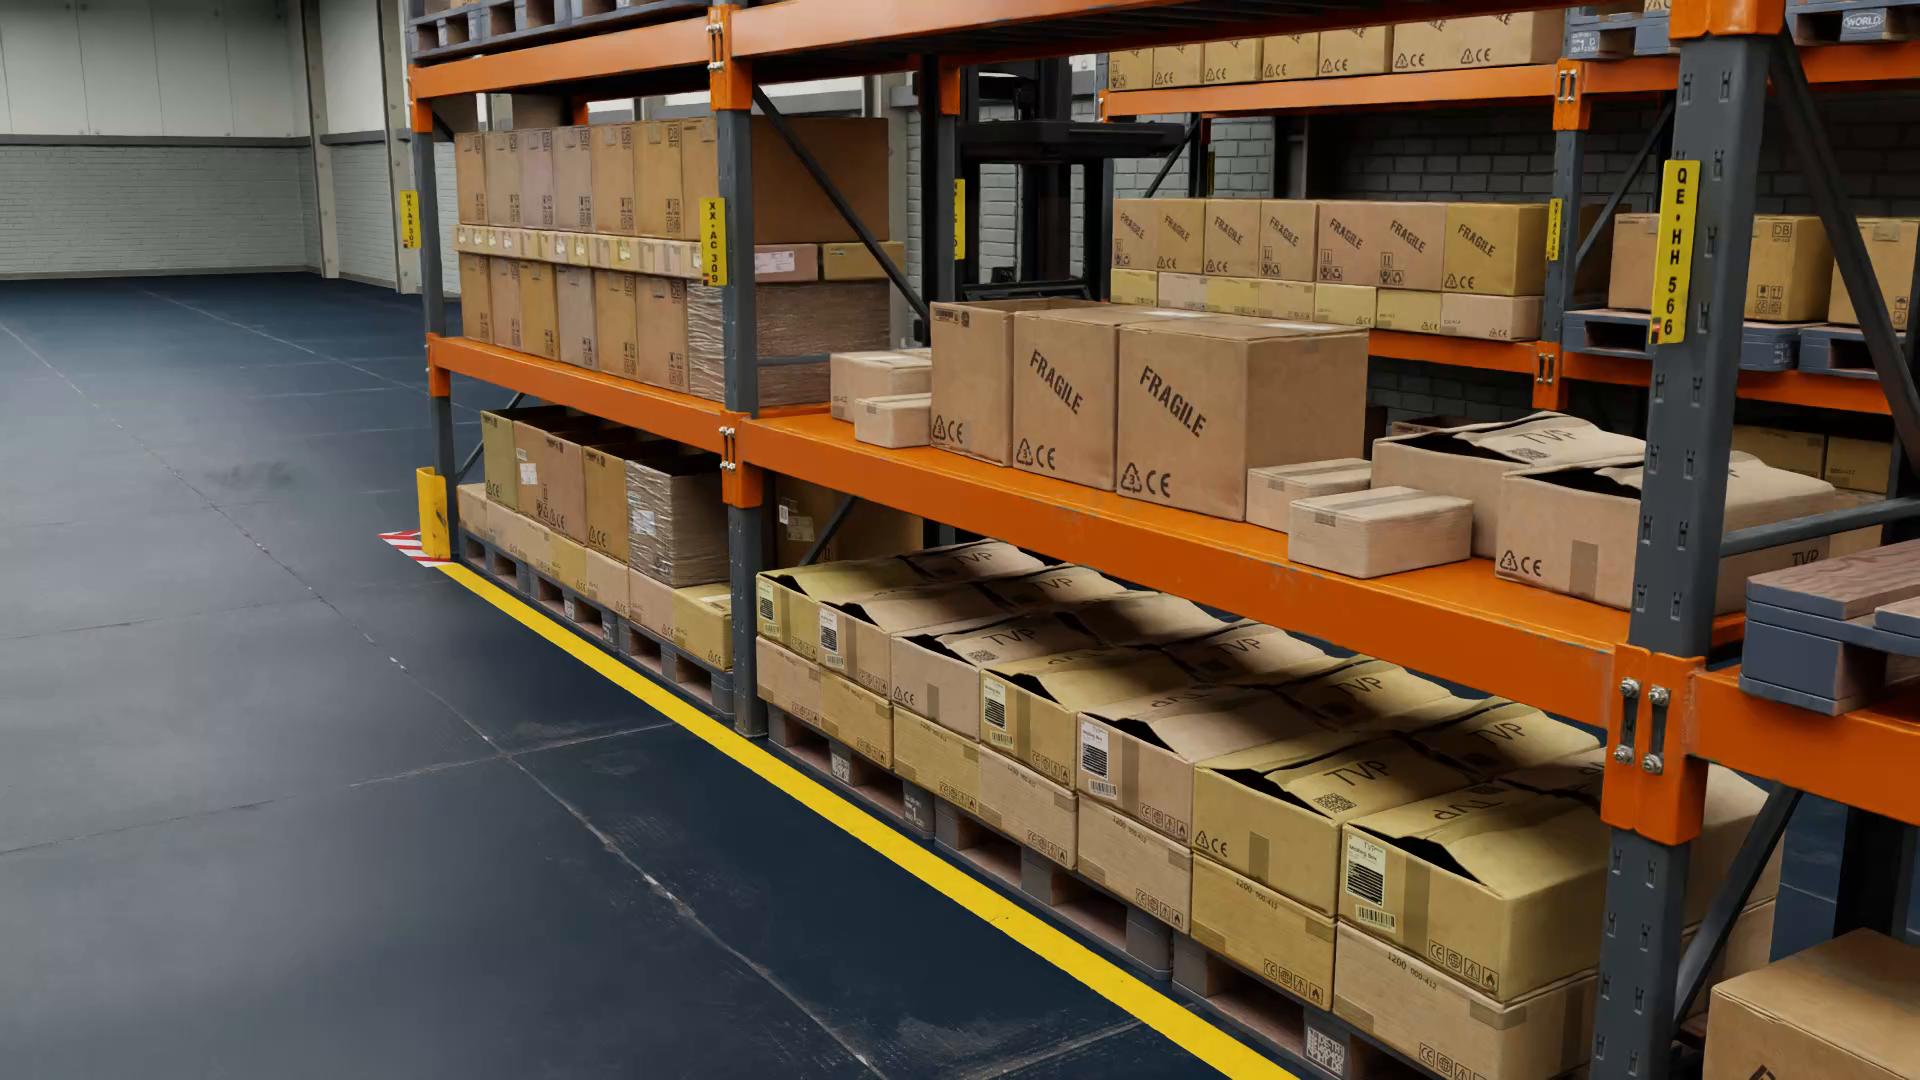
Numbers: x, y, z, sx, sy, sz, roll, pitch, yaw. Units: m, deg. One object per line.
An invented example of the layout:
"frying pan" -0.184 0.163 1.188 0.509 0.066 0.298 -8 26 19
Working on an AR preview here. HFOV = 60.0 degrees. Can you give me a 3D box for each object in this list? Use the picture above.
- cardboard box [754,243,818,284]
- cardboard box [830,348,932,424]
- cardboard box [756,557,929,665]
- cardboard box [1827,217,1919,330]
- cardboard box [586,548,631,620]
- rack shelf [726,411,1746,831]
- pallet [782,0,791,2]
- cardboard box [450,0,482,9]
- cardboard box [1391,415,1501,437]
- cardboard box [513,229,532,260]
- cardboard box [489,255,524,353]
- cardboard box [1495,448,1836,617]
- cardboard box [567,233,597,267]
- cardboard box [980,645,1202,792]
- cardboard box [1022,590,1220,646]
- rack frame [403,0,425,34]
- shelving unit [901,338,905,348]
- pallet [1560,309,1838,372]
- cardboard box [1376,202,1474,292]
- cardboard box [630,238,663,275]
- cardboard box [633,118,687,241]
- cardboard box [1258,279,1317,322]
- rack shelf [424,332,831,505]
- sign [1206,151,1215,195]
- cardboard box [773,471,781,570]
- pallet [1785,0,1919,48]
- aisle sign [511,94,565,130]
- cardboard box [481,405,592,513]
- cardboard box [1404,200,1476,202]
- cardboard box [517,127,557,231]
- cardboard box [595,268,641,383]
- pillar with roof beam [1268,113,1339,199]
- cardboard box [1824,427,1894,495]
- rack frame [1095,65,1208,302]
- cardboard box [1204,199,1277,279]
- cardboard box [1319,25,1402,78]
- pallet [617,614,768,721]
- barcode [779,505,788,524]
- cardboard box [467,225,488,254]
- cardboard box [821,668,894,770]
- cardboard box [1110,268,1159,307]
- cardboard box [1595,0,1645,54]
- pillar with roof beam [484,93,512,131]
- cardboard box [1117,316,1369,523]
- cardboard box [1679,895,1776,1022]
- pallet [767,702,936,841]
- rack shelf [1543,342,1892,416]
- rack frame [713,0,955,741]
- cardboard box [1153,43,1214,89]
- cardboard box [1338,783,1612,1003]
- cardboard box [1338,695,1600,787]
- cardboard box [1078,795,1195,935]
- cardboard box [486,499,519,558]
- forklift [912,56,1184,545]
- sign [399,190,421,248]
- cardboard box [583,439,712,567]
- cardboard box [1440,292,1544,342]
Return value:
"cardboard box" -0.798 -1.118 6.701 0.380 0.149 0.250 -8 15 -33
"cardboard box" -0.160 -0.574 6.315 0.500 0.250 0.500 -7 14 -29
"cardboard box" -0.447 0.238 6.394 0.500 0.311 0.500 -8 15 -33
"cardboard box" 4.601 -1.272 7.893 0.700 0.500 0.500 -6 14 -25
"cardboard box" -1.466 0.175 7.994 0.500 0.250 0.500 -8 15 -33
"rack shelf" 0.639 -0.022 5.126 1.077 0.370 4.000 -8 15 -33
"pallet" 0.030 -1.946 5.665 0.805 0.209 1.217 -9 15 -35
"cardboard box" -2.370 -3.127 9.068 0.797 0.503 0.637 -7 14 -29
"cardboard box" 3.044 -0.490 10.402 0.500 0.500 0.500 -9 16 -37
"cardboard box" -2.074 -1.528 8.574 0.380 0.149 0.250 -9 15 -35
"cardboard box" -2.142 -1.312 9.107 0.700 0.500 0.500 -8 14 -31
"cardboard box" 1.582 -0.044 3.751 0.500 0.311 0.500 -7 14 -29
"cardboard box" -1.650 -1.391 7.949 0.380 0.149 0.250 -8 14 -31
"cardboard box" 0.405 0.511 5.144 0.500 0.311 0.500 -8 14 -31
"cardboard box" 0.562 0.354 5.864 0.500 0.311 0.500 -8 15 -33
"rack frame" -2.685 -4.371 9.288 1.000 3.000 0.127 -8 15 -33
"shelving unit" -0.603 -0.733 10.903 0.258 1.200 0.503 -10 16 -38
"pallet" 3.955 -1.069 8.680 1.003 0.211 1.213 -8 15 -33
"cardboard box" 2.852 -1.755 9.914 0.500 0.500 0.500 -8 15 -33
"cardboard box" -1.227 -1.255 7.328 0.380 0.149 0.250 -8 15 -33
"cardboard box" -1.001 -1.580 7.294 0.700 0.500 0.500 -8 15 -33
"cardboard box" 2.298 -1.568 10.814 0.500 0.250 0.500 -8 15 -32
"rack shelf" -1.577 -0.734 8.379 1.077 0.370 4.000 -8 15 -33
"sign" 1.910 -2.810 12.740 0.100 0.325 0.005 -8 15 -33
"cardboard box" -0.749 -0.165 7.793 0.500 0.500 0.500 -8 15 -33
"pallet" 4.483 -2.383 7.658 1.213 0.211 1.003 -8 15 -33
"aisle sign" -2.477 -2.757 9.863 0.394 0.787 0.004 -8 15 -33
"cardboard box" -2.295 -0.459 9.135 0.500 0.500 0.500 -8 15 -33
"cardboard box" 3.011 -1.909 10.620 0.500 0.500 0.500 -8 14 -31
"cardboard box" -1.832 -1.847 8.515 0.700 0.500 0.500 -8 15 -33
"cardboard box" -1.293 -1.039 7.858 0.700 0.500 0.500 -8 15 -32
"pillar with roof beam" -1.039 -4.427 9.541 9.100 9.000 0.400 -8 15 -33
"cardboard box" 4.613 -0.378 8.133 0.500 0.250 0.500 -9 15 -34
"rack frame" 1.437 -2.028 12.613 1.000 3.000 0.127 -8 15 -33
"cardboard box" 1.997 -2.028 11.165 0.500 0.500 0.500 -9 15 -35
"cardboard box" 2.559 -3.086 10.152 0.500 0.500 0.500 -9 15 -35
"pallet" -0.875 0.486 7.643 1.003 0.211 1.213 -8 15 -33
"barcode" -0.674 -0.097 6.360 0.001 0.075 0.075 -8 15 -33
"cardboard box" -2.499 -1.665 9.200 0.380 0.149 0.250 -9 15 -34
"cardboard box" -0.170 0.601 6.046 0.500 0.250 0.500 -8 14 -31
"cardboard box" 1.443 -1.840 12.058 0.500 0.250 0.500 -9 15 -34
"cardboard box" 3.591 -2.957 9.562 0.500 0.500 0.500 -8 14 -31
"pillar with roof beam" -11.012 -7.628 24.180 9.100 9.000 0.400 -8 15 -33
"cardboard box" 0.804 -0.363 4.768 0.500 0.500 0.500 -9 15 -36
"cardboard box" 1.701 0.992 4.256 0.500 0.250 0.500 -8 15 -33
"pallet" -0.028 0.759 6.395 1.003 0.211 1.213 -8 15 -33
"rack shelf" 4.761 -0.609 7.810 1.077 0.370 4.000 -8 15 -33
"rack frame" -0.469 -0.729 6.676 1.000 3.000 0.127 -8 15 -33
"cardboard box" 1.682 -3.363 11.416 0.500 0.500 0.500 -7 14 -29
"cardboard box" 1.252 0.782 3.904 0.500 0.311 0.500 -8 14 -31
"cardboard box" 1.403 0.626 4.619 0.500 0.311 0.500 -9 15 -34
"cardboard box" 0.688 0.874 4.795 0.500 0.250 0.500 -8 15 -31
"cardboard box" -2.293 -0.092 9.216 0.500 0.250 0.500 -8 15 -33
"forklift" 0.546 -1.288 9.389 1.130 2.935 3.031 -10 16 -38
"sign" -3.151 -1.838 9.532 0.100 0.325 0.005 -8 15 -33
"cardboard box" -1.455 -0.193 7.921 0.500 0.500 0.500 -8 15 -33
"cardboard box" 3.138 -1.301 9.595 0.500 0.250 0.500 -8 15 -33
